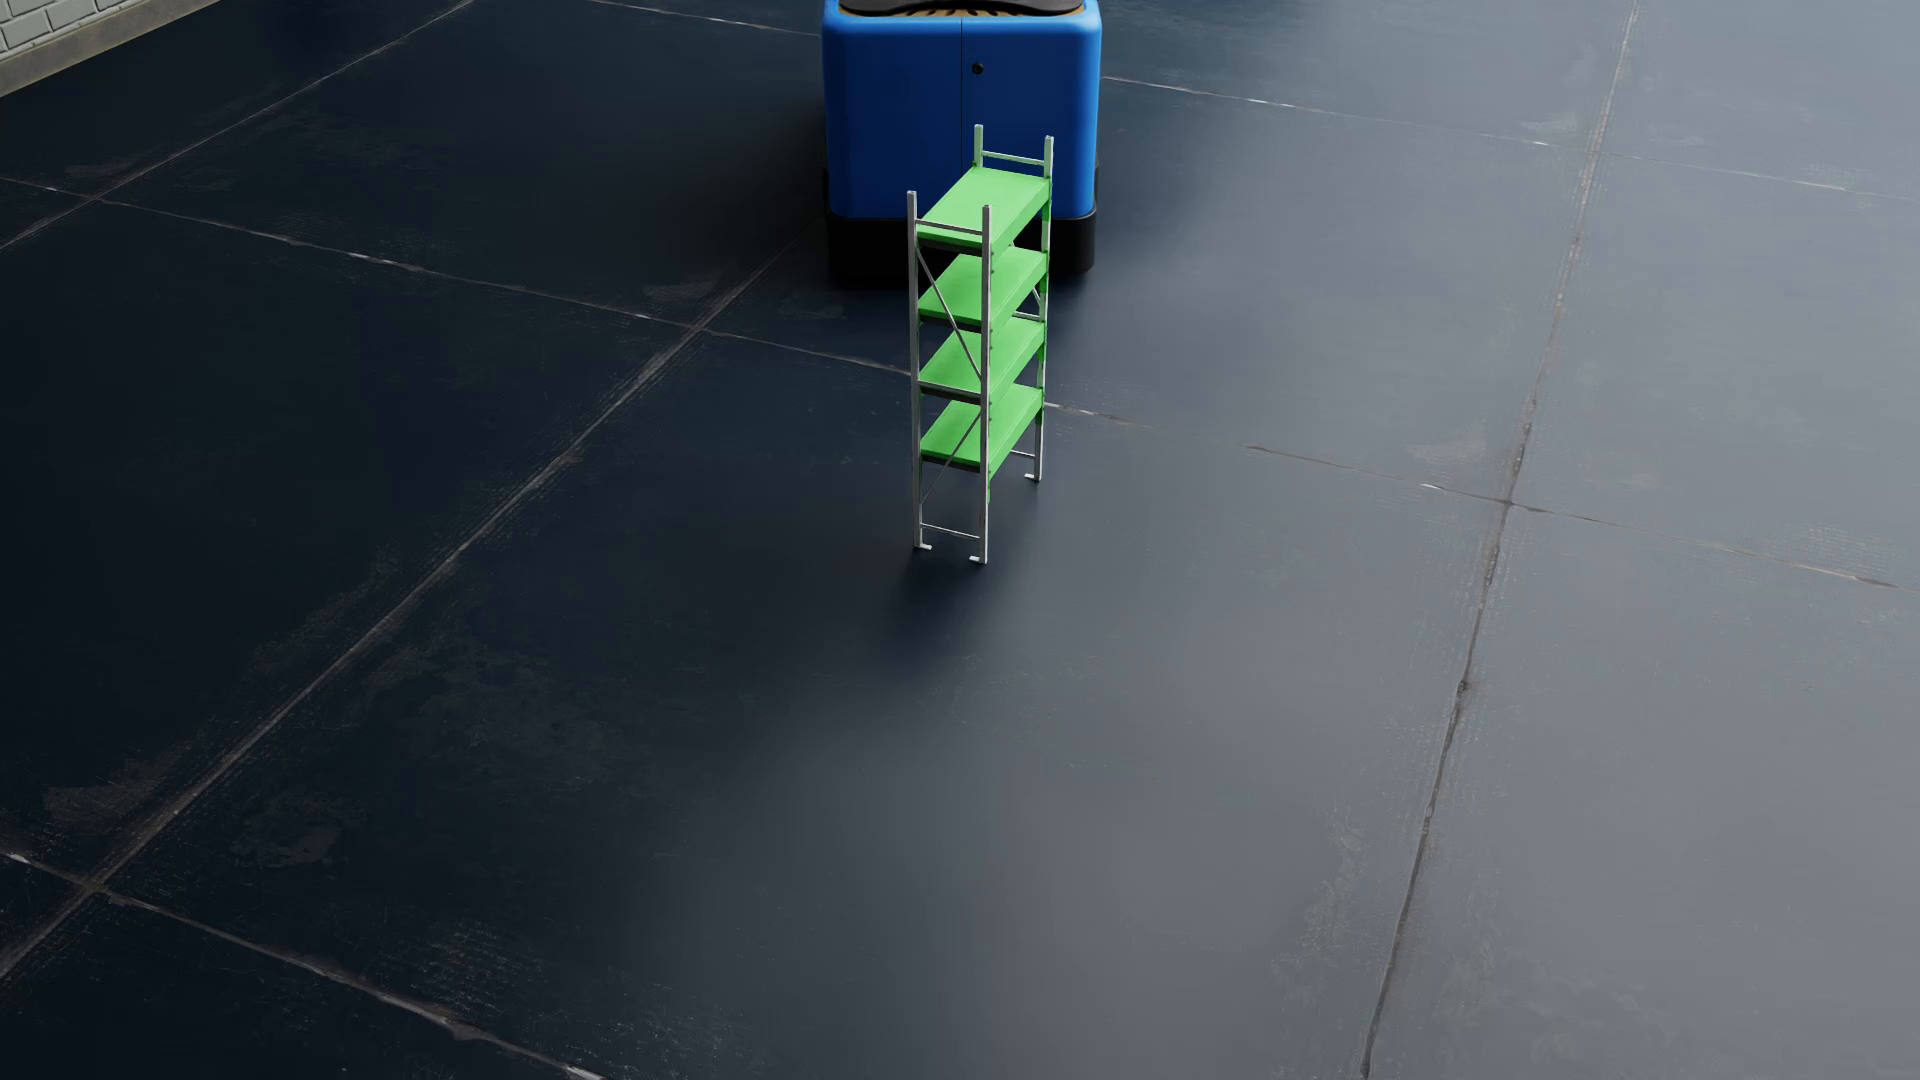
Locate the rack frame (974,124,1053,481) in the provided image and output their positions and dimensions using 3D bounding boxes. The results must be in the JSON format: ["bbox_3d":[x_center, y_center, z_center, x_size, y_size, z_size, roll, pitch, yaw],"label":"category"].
[{"bbox_3d":[0.156,-0.707,5.194,0.240,1.200,0.015,14,39,18],"label":"rack frame"}]

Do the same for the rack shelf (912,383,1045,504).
[{"bbox_3d":[0.063,-0.329,5.195,0.258,0.148,0.480,14,39,18],"label":"rack shelf"}]

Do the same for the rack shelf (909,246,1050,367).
[{"bbox_3d":[0.063,-0.713,4.908,0.258,0.148,0.480,14,39,18],"label":"rack shelf"}]

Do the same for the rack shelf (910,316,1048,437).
[{"bbox_3d":[0.063,-0.521,5.052,0.258,0.148,0.480,14,39,18],"label":"rack shelf"}]

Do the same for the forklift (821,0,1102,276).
[{"bbox_3d":[-0.004,-3.058,6.893,1.130,2.935,3.031,0,37,0],"label":"forklift"}]

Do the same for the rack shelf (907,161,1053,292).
[{"bbox_3d":[0.063,-0.906,4.764,0.258,0.148,0.480,14,39,18],"label":"rack shelf"}]

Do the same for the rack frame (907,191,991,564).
[{"bbox_3d":[-0.030,-0.437,4.833,0.240,1.200,0.015,14,39,18],"label":"rack frame"}]

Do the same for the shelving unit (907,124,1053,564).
[{"bbox_3d":[0.063,-0.572,5.013,0.258,1.200,0.503,14,39,18],"label":"shelving unit"}]
